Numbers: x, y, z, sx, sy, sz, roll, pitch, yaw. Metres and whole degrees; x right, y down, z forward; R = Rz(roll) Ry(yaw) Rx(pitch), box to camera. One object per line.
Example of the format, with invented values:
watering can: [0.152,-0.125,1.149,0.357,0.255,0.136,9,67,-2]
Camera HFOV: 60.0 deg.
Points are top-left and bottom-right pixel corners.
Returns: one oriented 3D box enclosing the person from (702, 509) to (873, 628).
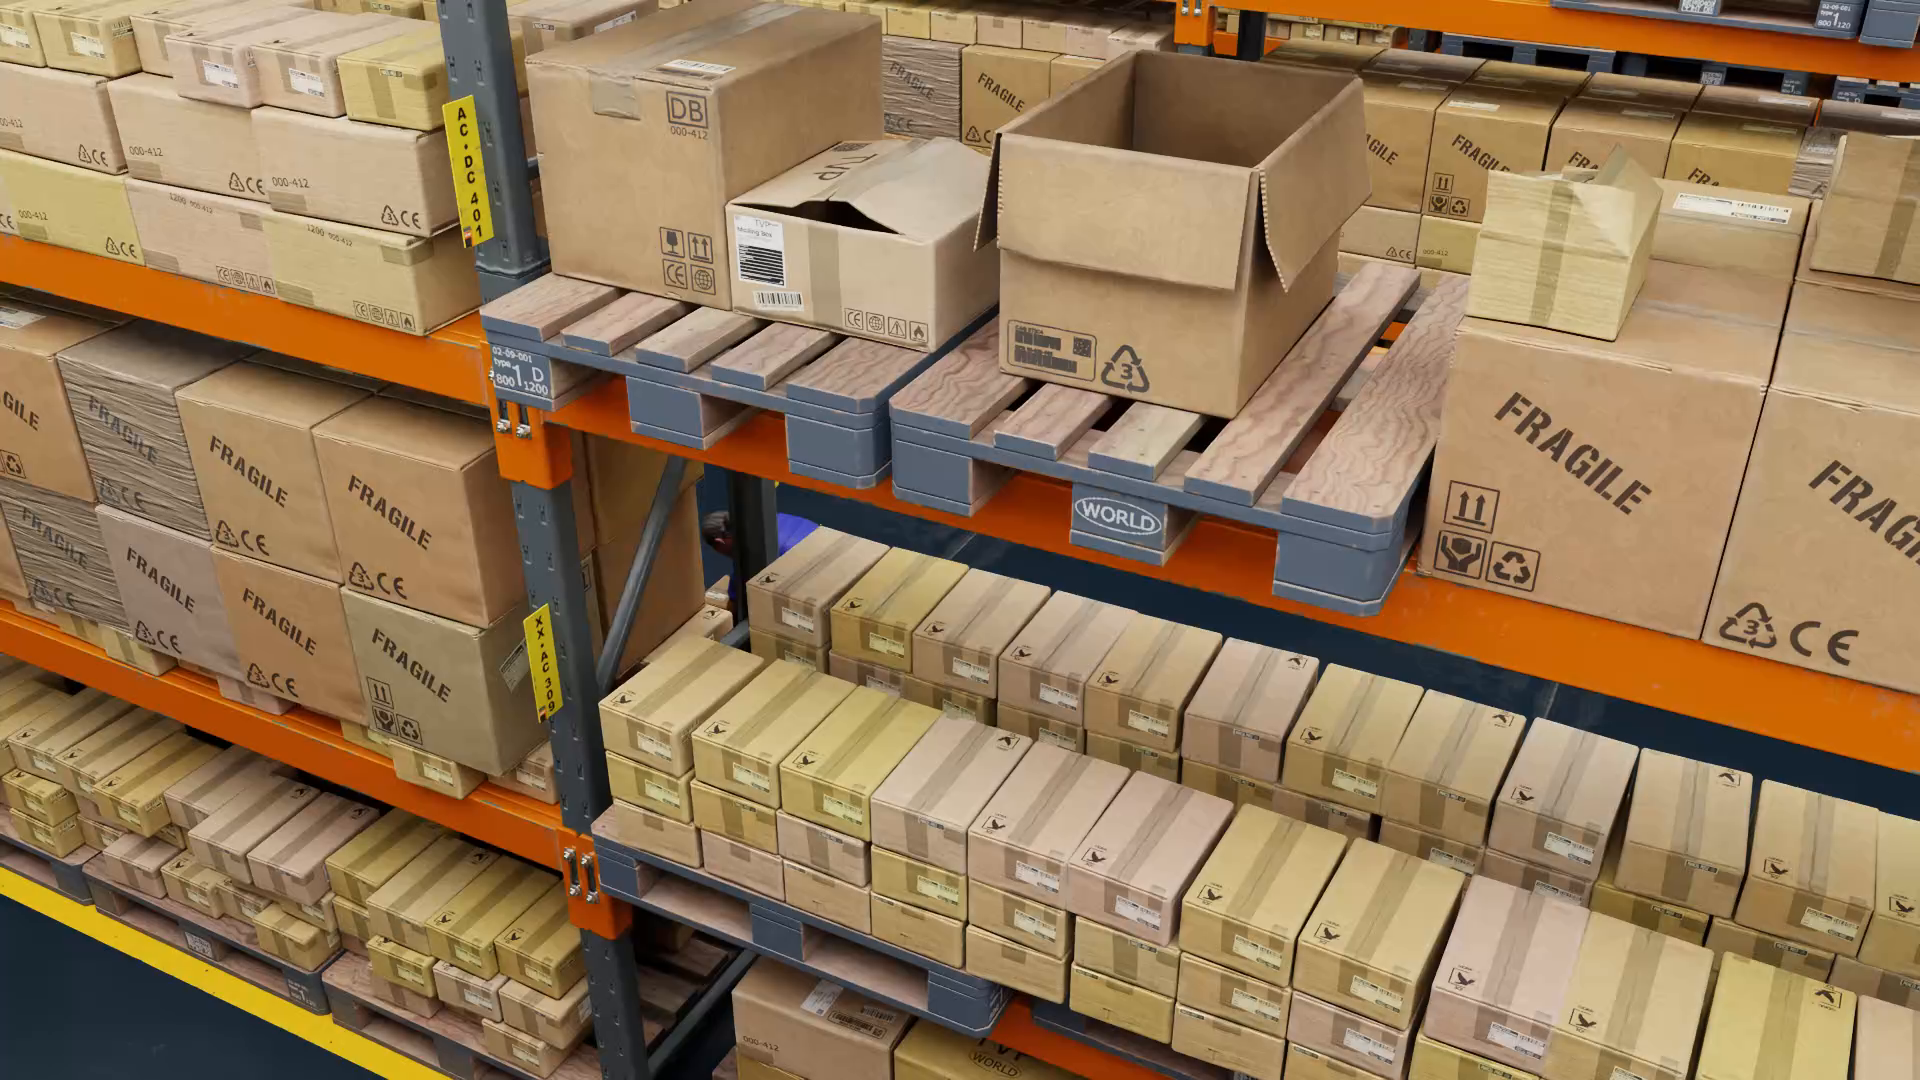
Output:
person: [-0.776,0.229,7.672,0.873,0.771,0.453,13,33,22]
